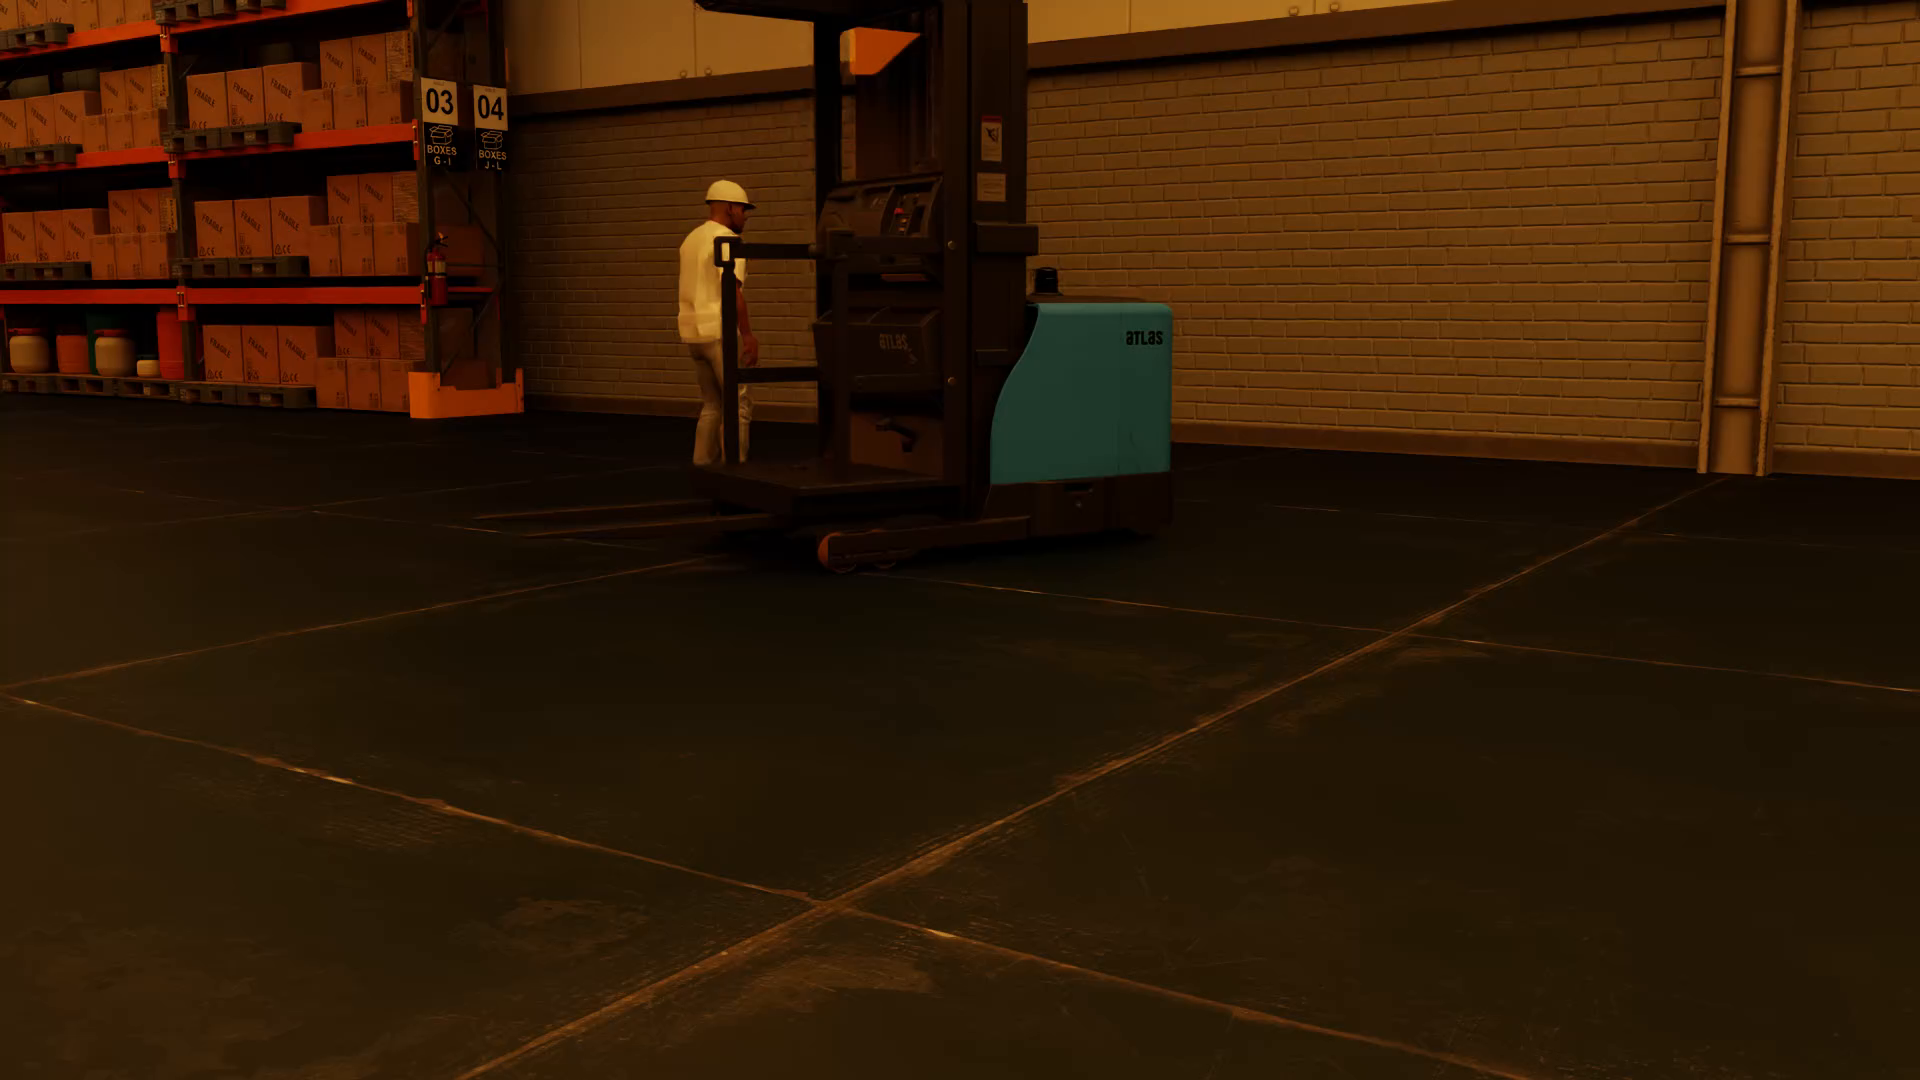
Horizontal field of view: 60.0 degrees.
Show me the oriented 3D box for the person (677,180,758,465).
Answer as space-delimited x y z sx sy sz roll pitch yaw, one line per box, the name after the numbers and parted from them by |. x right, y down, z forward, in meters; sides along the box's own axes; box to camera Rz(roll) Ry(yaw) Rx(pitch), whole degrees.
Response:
-1.343 -1.143 9.407 0.450 1.759 0.670 -6 10 -36 | person

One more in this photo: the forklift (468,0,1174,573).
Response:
-0.528 -1.401 7.048 3.031 2.935 1.130 -5 10 -33 | forklift
